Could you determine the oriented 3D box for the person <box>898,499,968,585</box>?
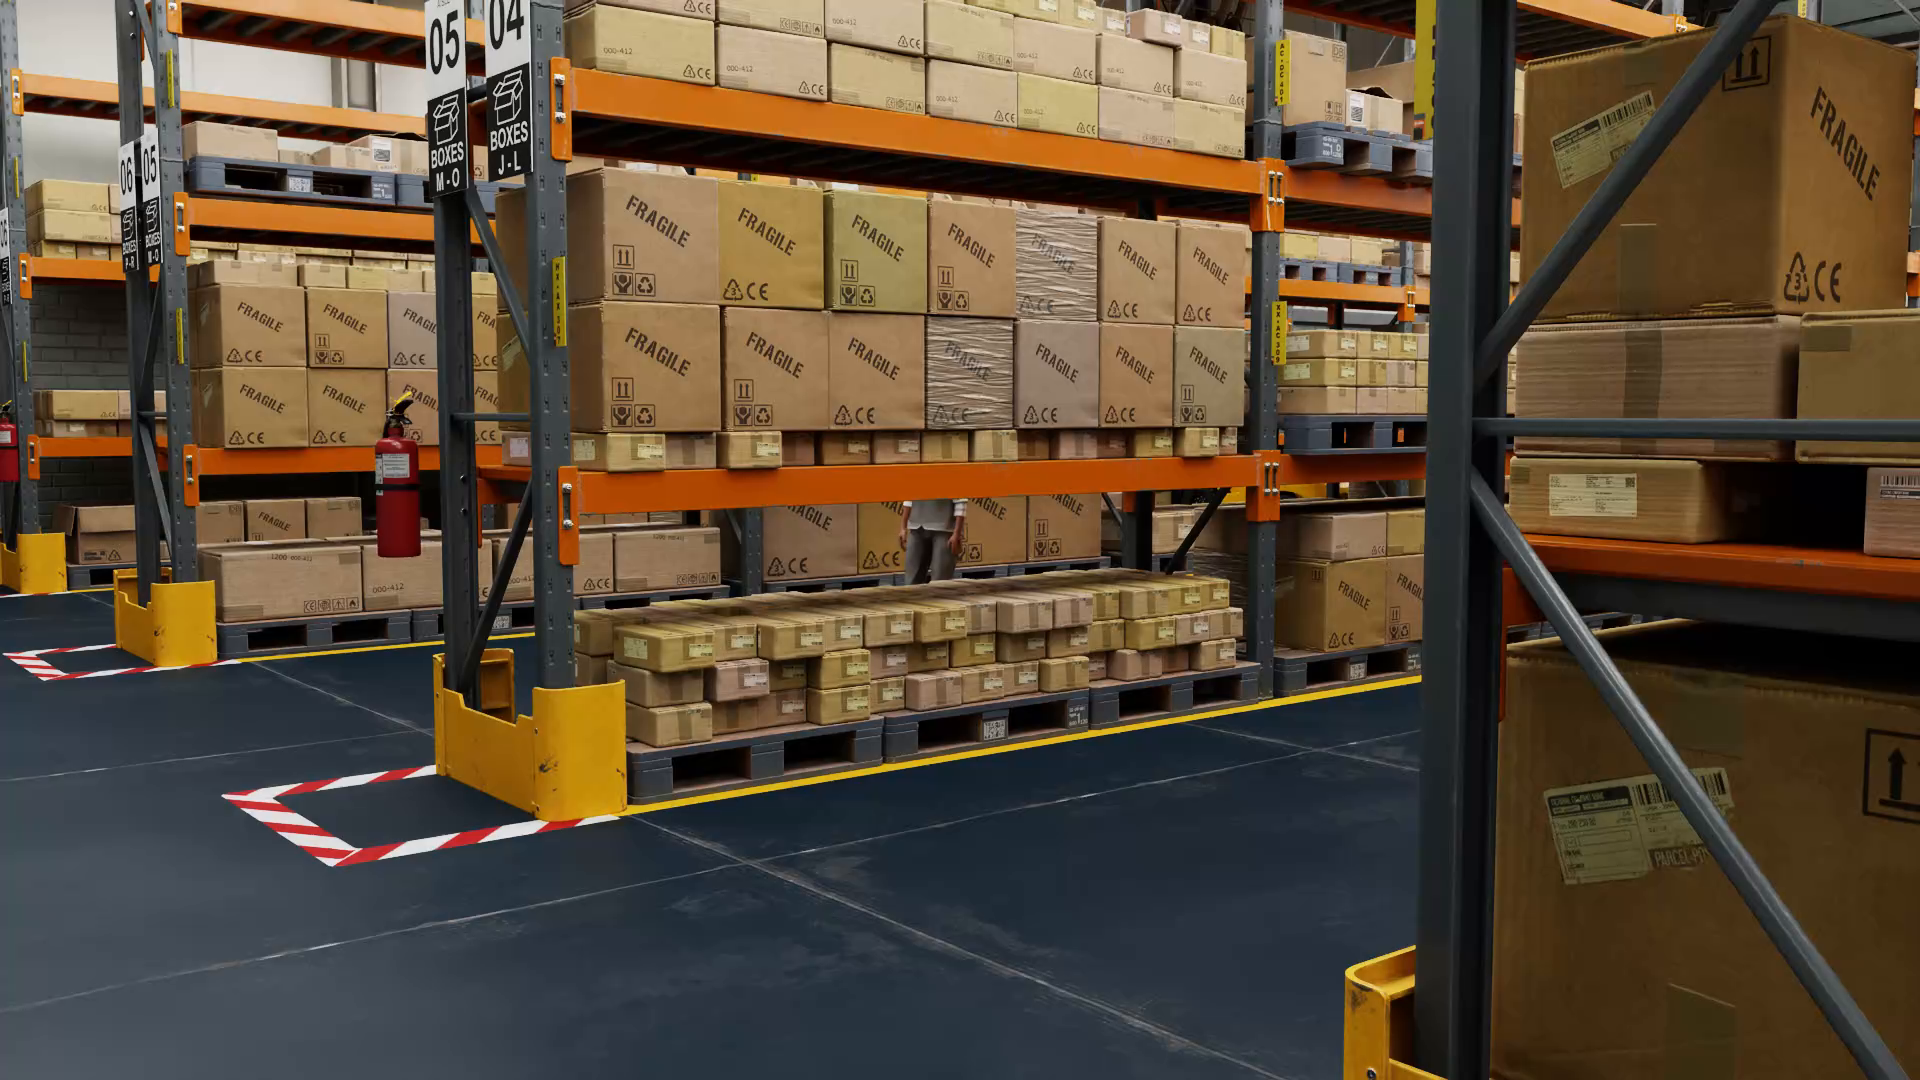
[{"bbox_3d":[-0.168,-0.020,9.850,0.485,1.574,0.347,4,6,39],"label":"person"}]
